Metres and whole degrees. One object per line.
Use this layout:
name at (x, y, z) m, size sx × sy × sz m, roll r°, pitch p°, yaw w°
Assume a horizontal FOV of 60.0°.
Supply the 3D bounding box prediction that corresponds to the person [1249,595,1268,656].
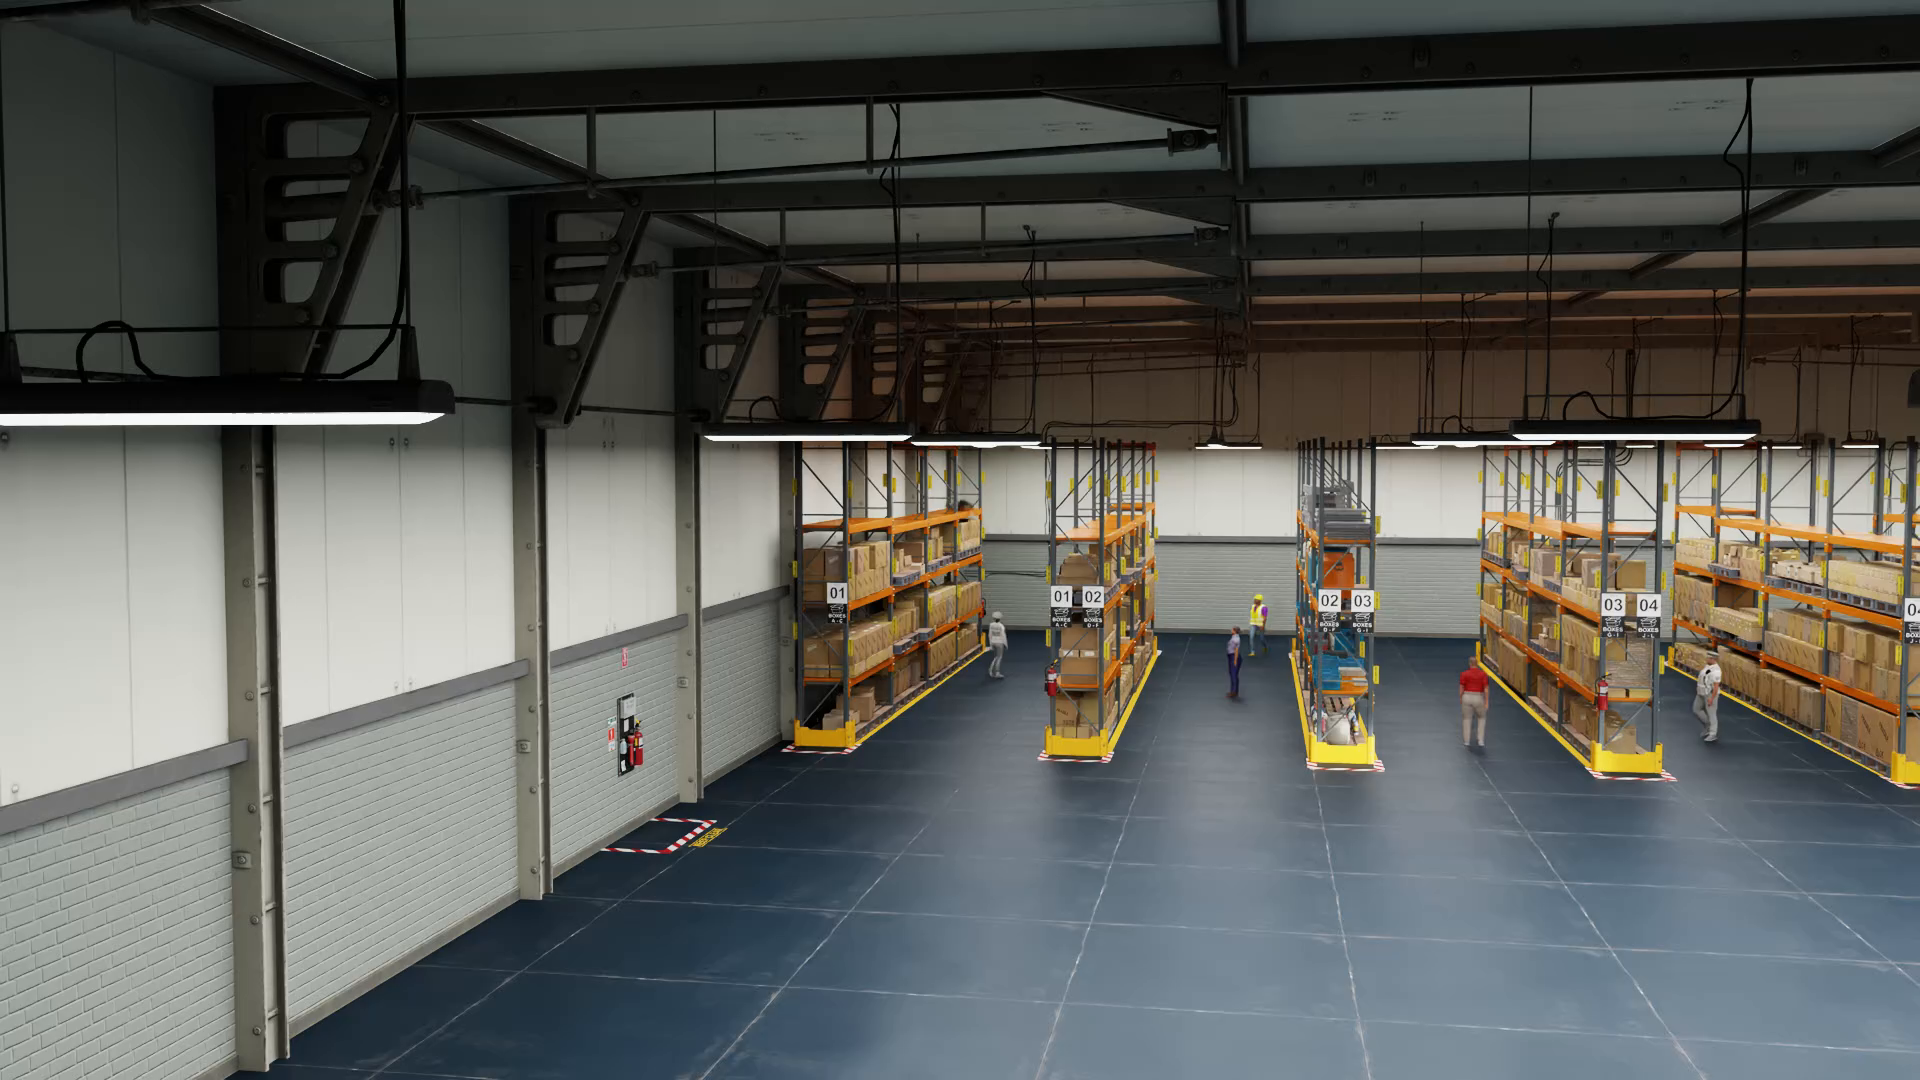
person at (8.351, 2.388, 46.638) m, size 0.557 × 1.729 × 0.906 m, roll 1°, pitch 3°, yaw 25°

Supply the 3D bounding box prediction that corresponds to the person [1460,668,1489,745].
person at (10.042, 3.281, 32.398) m, size 0.544 × 1.613 × 0.566 m, roll 2°, pitch 4°, yaw 35°

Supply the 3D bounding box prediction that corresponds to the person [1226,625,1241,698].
person at (6.405, 2.847, 39.038) m, size 0.403 × 1.649 × 0.592 m, roll 0°, pitch 3°, yaw 0°

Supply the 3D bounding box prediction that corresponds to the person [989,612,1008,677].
person at (0.968, 2.641, 42.027) m, size 0.443 × 1.686 × 0.475 m, roll -2°, pitch 4°, yaw -36°

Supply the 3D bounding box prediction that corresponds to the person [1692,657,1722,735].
person at (14.910, 3.061, 33.116) m, size 0.429 × 1.648 × 0.624 m, roll -1°, pitch 3°, yaw -10°
